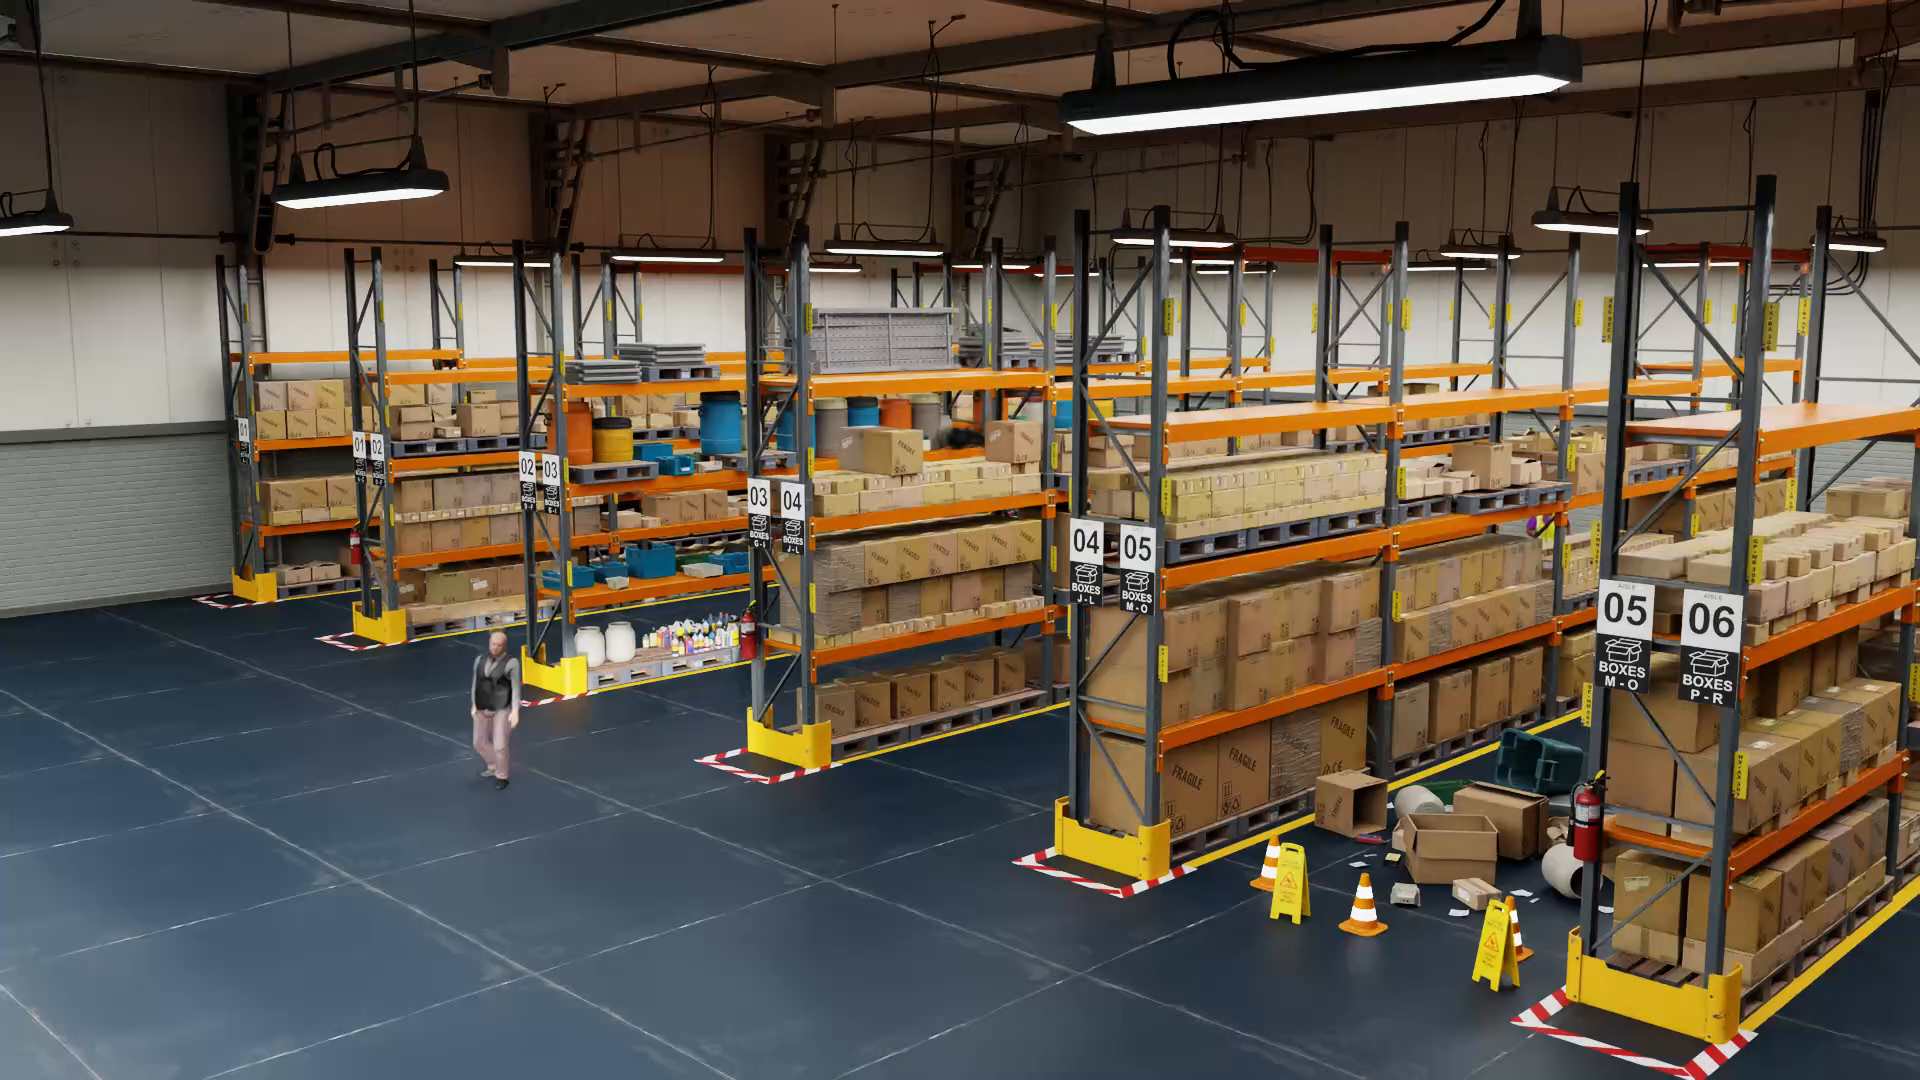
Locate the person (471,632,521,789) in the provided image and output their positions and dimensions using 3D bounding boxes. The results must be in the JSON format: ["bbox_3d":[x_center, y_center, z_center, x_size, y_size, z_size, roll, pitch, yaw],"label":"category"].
[{"bbox_3d":[-4.985,1.805,17.848,0.649,1.703,0.492,2,8,16],"label":"person"}]

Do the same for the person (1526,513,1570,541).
[{"bbox_3d":[10.294,0.156,29.191,0.685,1.822,0.867,5,10,31],"label":"person"}]
